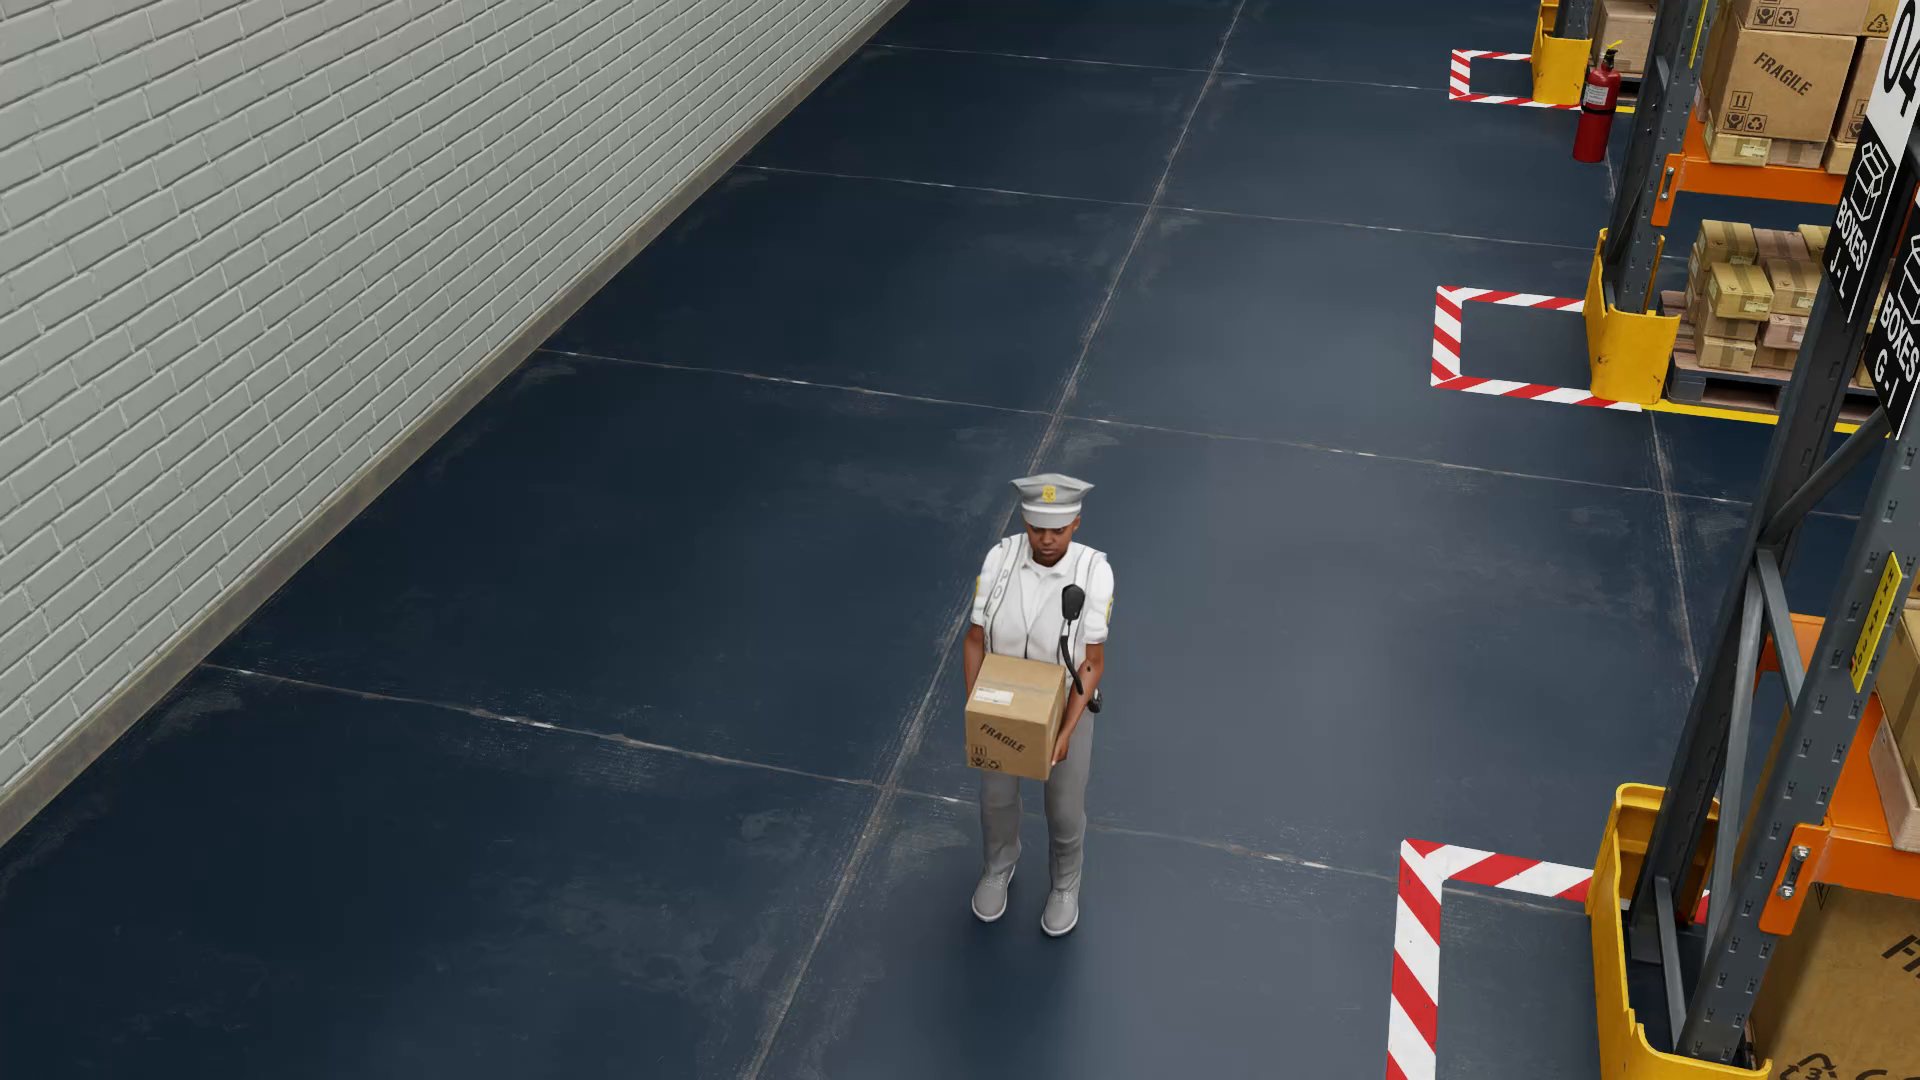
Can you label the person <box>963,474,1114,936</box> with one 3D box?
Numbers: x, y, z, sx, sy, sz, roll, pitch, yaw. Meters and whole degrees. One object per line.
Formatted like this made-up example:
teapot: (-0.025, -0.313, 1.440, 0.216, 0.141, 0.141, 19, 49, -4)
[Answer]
person: (0.220, 0.567, 5.251, 0.451, 1.684, 0.527, 9, 34, 13)
